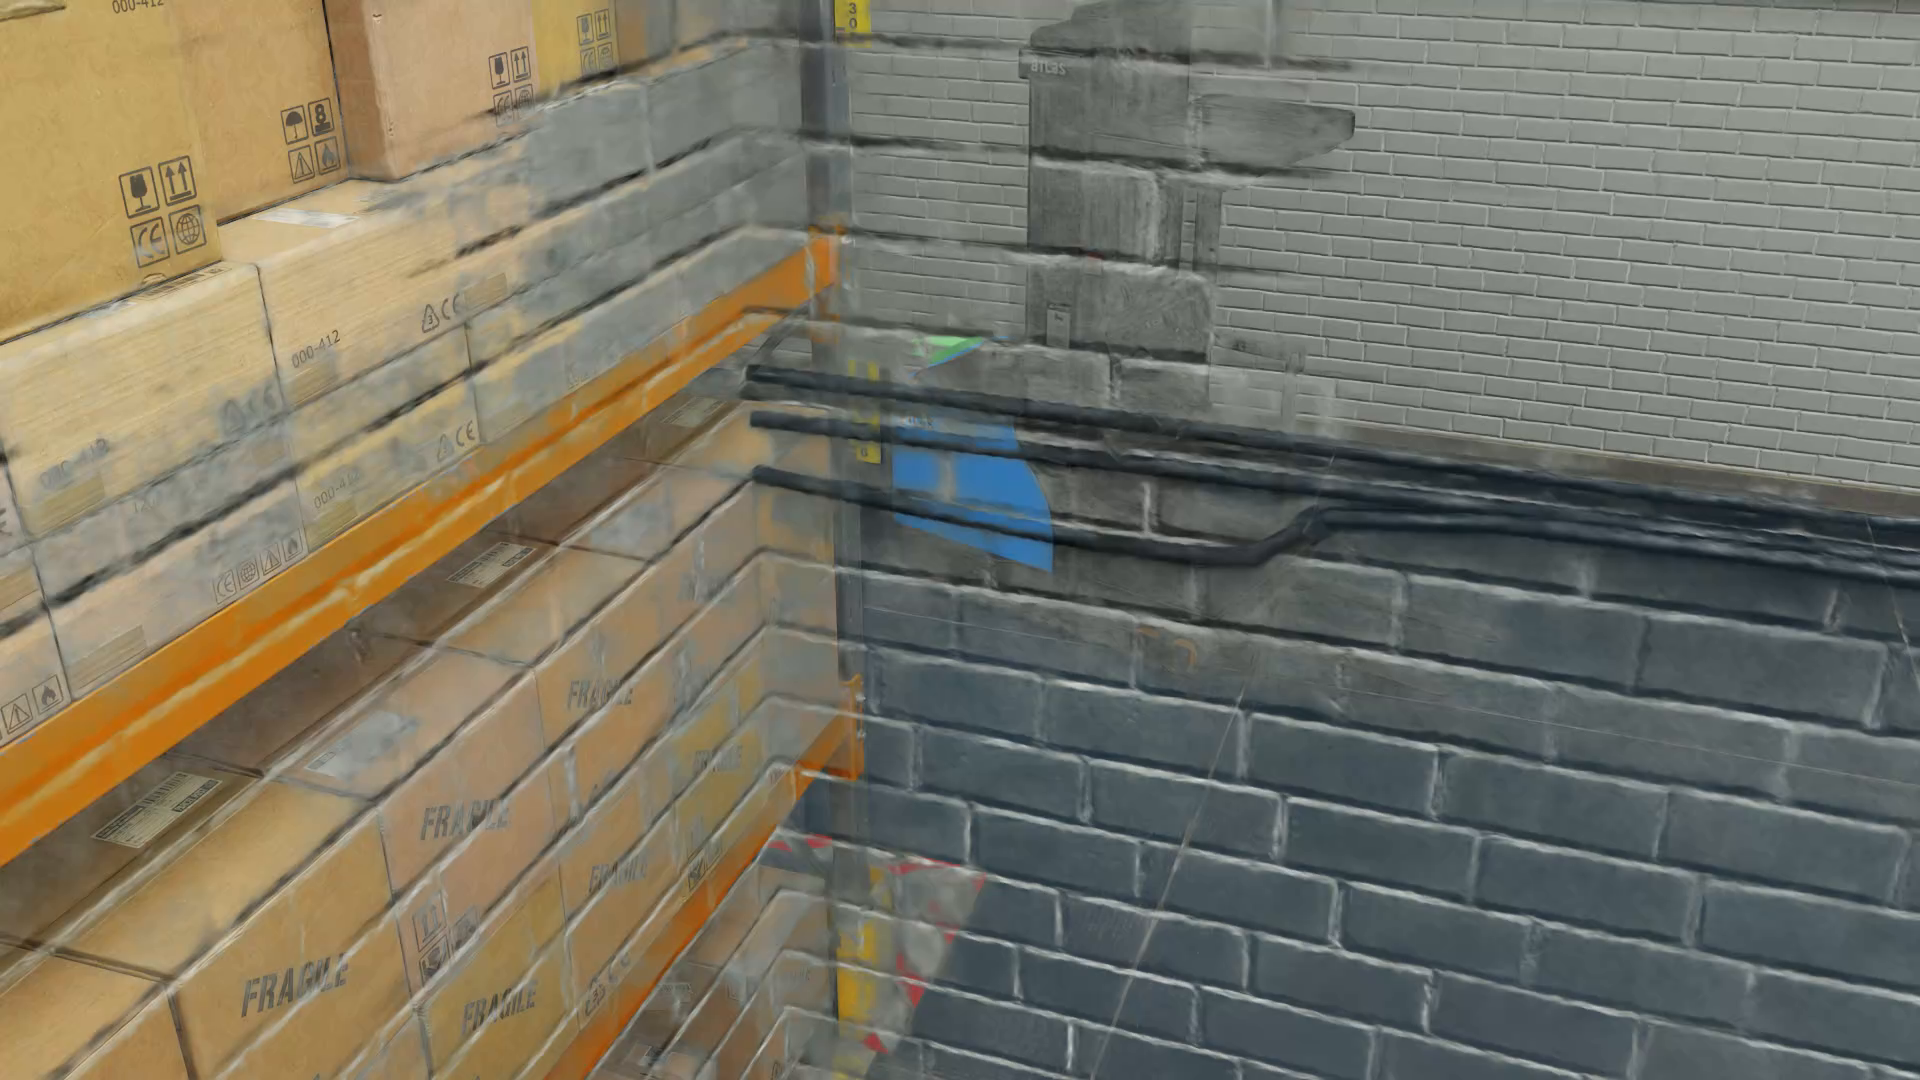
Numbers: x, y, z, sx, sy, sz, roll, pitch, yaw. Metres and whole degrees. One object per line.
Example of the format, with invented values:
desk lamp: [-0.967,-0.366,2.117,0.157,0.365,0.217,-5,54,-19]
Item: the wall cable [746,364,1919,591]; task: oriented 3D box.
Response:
wall cable: [-3.254,-4.099,10.953,3.097,2.526,0.112,9,27,17]
